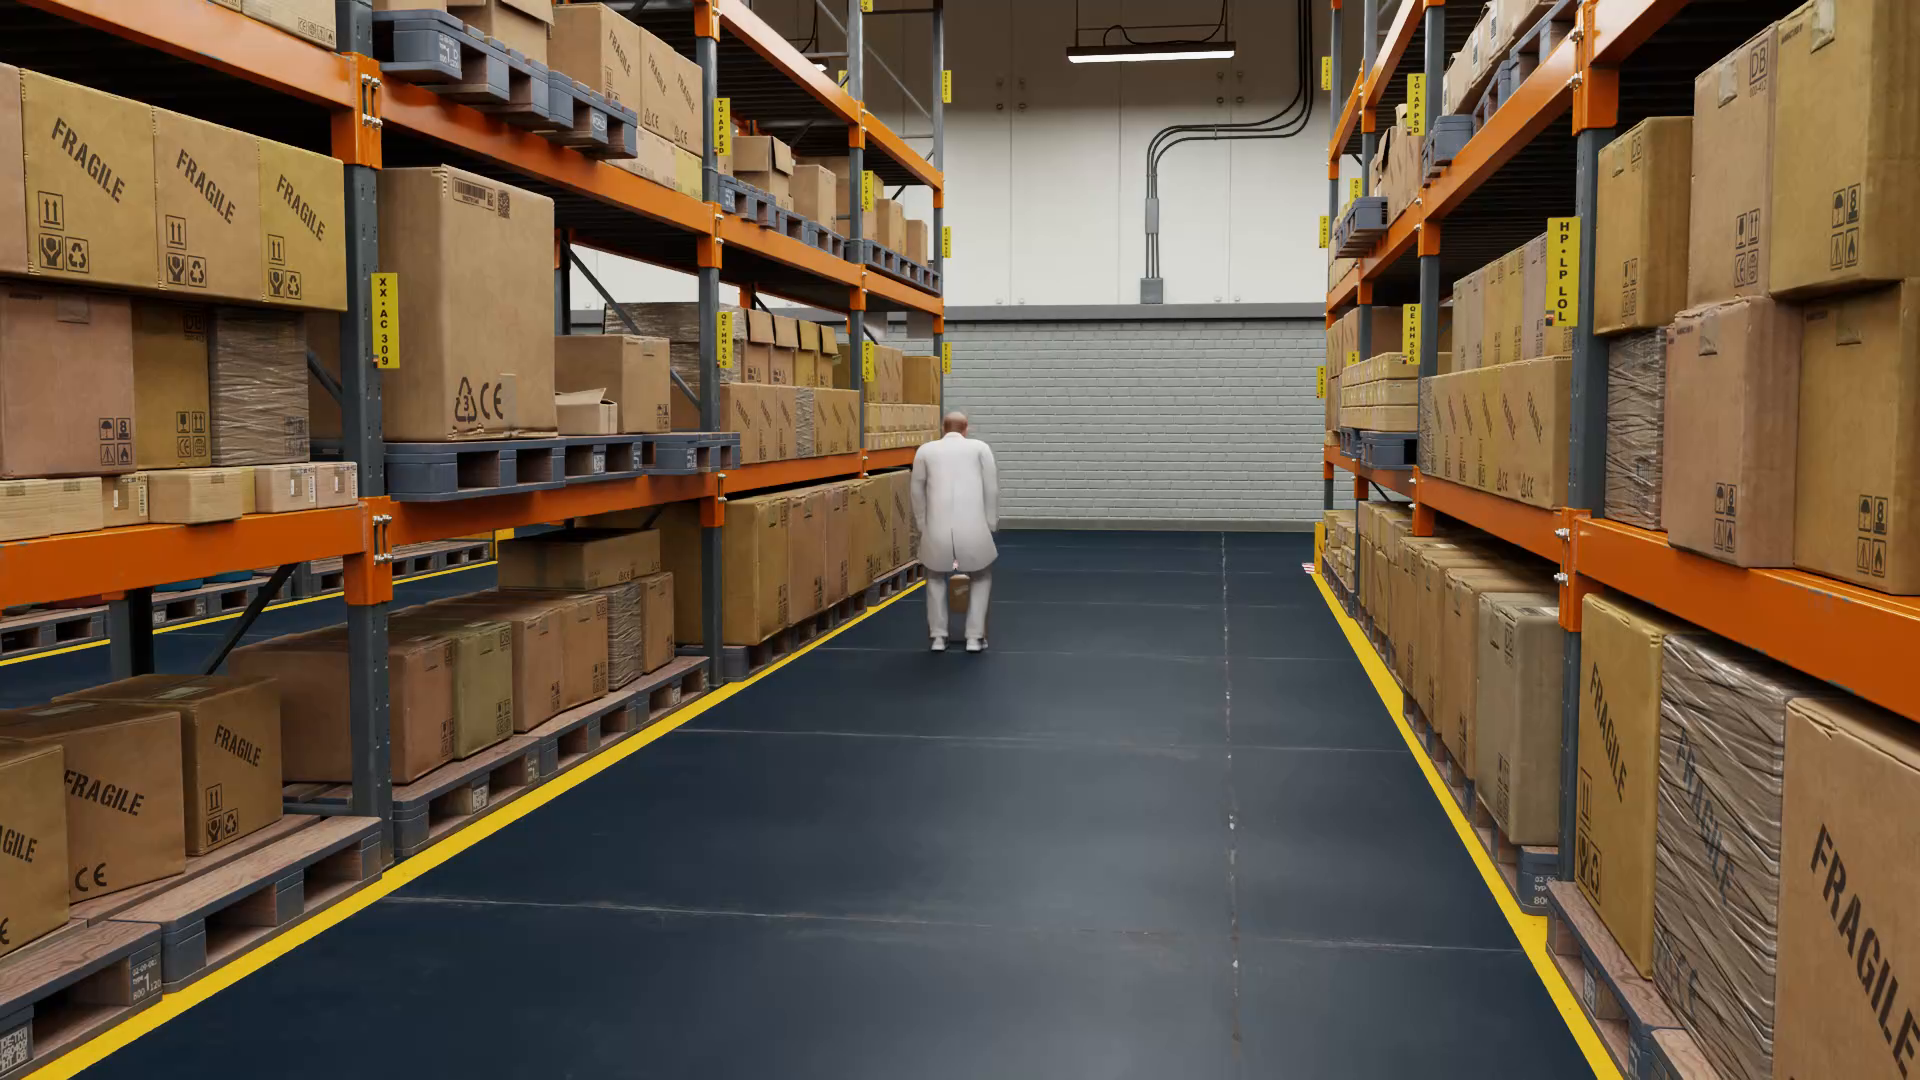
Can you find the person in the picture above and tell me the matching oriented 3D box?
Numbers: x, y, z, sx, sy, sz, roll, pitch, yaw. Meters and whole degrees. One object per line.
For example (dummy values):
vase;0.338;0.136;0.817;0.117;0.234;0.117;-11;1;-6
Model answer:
person;-0.047;-0.055;11.388;0.615;1.623;0.539;1;4;9
